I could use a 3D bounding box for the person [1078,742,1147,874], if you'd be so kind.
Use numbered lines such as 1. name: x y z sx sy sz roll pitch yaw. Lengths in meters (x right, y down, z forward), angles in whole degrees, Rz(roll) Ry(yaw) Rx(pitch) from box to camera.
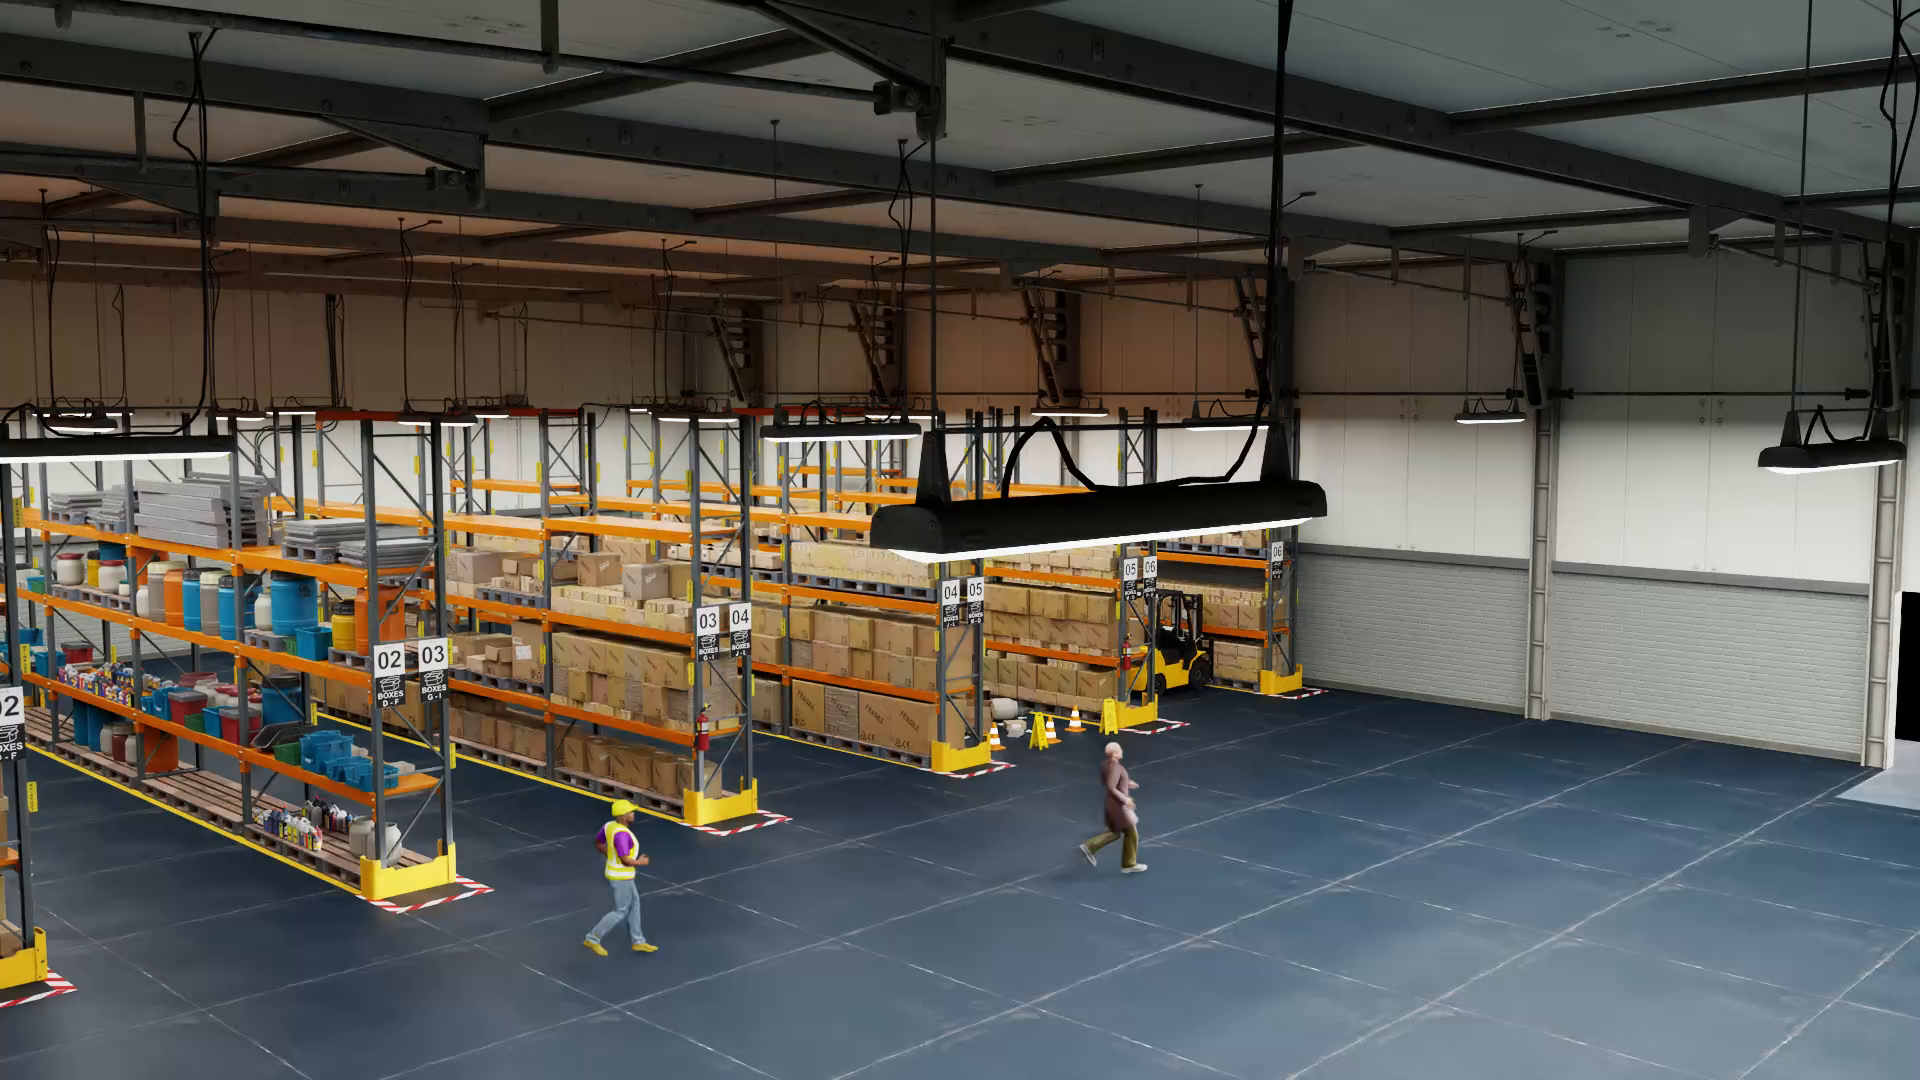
1. person: 2.028 3.522 21.859 0.916 1.747 0.720 -1 5 -14

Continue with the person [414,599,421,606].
1. person: -12.175 2.187 37.484 0.614 1.724 0.686 -2 6 -26

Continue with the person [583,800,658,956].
1. person: -3.816 3.794 18.639 0.864 1.784 0.726 -2 5 -23
